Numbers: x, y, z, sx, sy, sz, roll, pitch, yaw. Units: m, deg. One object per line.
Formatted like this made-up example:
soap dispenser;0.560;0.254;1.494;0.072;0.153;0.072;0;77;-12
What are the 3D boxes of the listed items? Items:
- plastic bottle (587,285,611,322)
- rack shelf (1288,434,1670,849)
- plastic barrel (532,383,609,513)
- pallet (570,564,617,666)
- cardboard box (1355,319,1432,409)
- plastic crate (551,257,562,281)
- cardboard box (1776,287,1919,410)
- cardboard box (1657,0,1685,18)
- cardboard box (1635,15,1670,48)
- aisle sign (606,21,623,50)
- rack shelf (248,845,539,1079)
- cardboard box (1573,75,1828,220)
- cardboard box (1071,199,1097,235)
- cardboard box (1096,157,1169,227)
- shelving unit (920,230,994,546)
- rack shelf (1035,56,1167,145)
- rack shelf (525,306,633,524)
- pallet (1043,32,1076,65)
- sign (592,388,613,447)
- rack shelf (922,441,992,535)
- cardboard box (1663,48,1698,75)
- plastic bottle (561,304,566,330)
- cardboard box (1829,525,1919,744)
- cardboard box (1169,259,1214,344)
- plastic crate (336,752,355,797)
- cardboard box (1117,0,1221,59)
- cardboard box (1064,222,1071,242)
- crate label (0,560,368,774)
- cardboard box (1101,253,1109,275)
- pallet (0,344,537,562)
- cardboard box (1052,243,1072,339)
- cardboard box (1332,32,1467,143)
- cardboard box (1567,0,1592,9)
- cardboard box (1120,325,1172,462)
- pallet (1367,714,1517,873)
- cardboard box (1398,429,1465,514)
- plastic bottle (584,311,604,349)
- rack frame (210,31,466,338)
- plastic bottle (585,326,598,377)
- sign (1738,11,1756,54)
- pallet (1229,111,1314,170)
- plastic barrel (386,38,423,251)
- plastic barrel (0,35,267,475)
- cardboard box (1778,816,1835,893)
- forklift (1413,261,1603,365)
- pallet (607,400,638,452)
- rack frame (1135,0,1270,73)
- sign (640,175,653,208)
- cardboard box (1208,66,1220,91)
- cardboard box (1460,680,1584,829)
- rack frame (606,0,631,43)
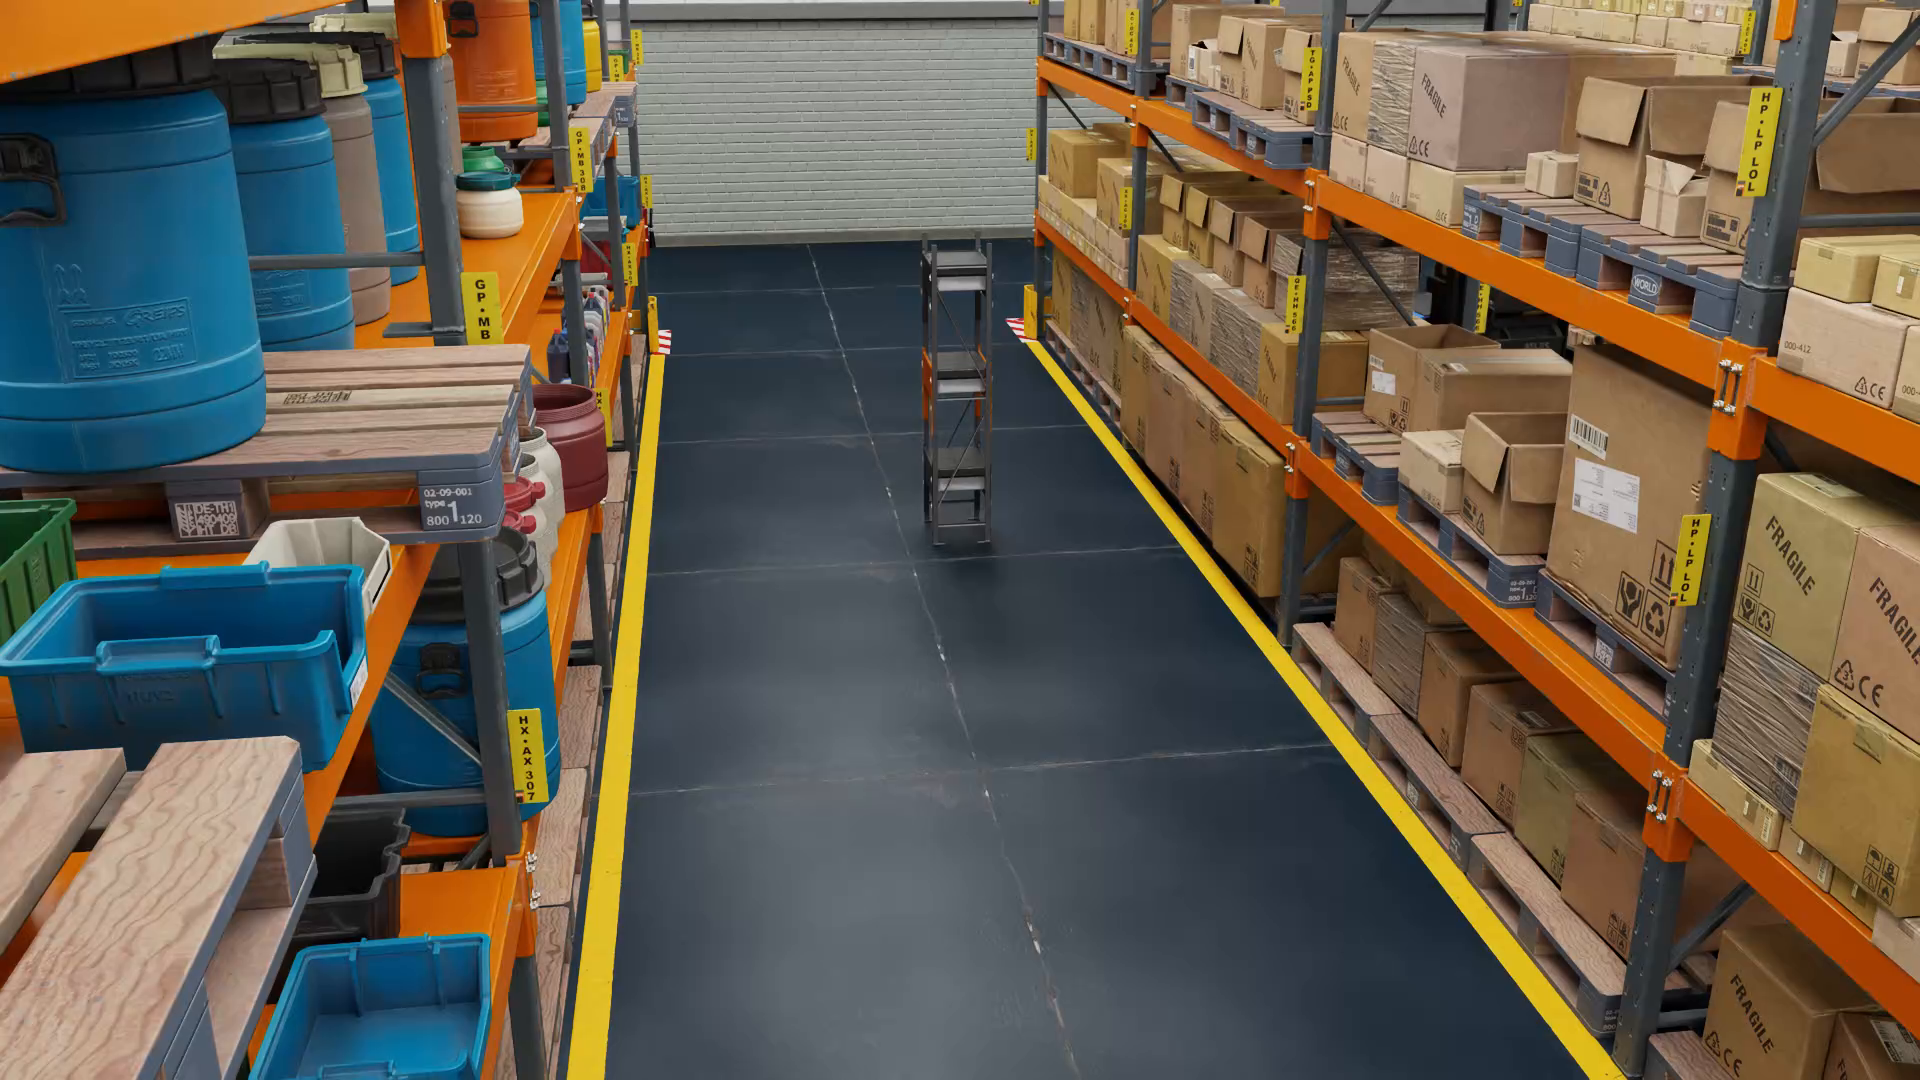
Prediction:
plastic bottle;-2.677;-1.759;12.315;0.152;0.276;0.135;-3;21;-8
rack shelf;2.712;0.228;7.848;1.077;0.370;4.000;-3;21;-8
plastic barrel;-2.110;-0.470;8.494;0.600;0.536;0.708;-3;21;-8
pallet;-2.632;0.483;10.120;1.003;0.211;1.213;-3;21;-8
cardboard box;2.623;-1.031;10.046;0.500;0.500;0.500;-2;21;-6
plastic crate;-3.481;-2.210;13.654;0.437;0.125;0.590;-3;21;-8
cardboard box;2.812;-0.583;4.918;0.500;0.250;0.500;-4;21;-10
cardboard box;6.296;-4.613;14.423;0.380;0.149;0.250;-4;21;-10
cardboard box;6.309;-4.479;14.634;0.500;0.250;0.500;-2;21;-6
aisle sign;-3.351;-4.579;15.975;0.394;0.787;0.004;-3;21;-8
rack shelf;-1.612;1.862;3.471;1.077;0.370;4.000;-3;21;-8
cardboard box;2.894;-1.561;6.574;0.797;0.503;0.637;-2;21;-6
cardboard box;1.304;-2.927;15.055;0.500;0.250;0.500;-3;21;-9
cardboard box;1.449;-2.927;13.982;0.500;0.500;0.500;-3;21;-7
shelving unit;-0.024;-1.041;11.502;0.431;2.100;0.503;-3;21;-8
rack shelf;1.559;-3.947;14.739;1.077;0.370;4.000;-3;21;-8
rack shelf;-2.765;-0.908;10.887;1.077;0.370;4.000;-3;21;-8
pallet;1.388;-4.679;15.796;1.003;0.211;1.213;-3;21;-8
sign;-1.934;-0.659;8.959;0.100;0.325;0.005;-3;21;-8
rack shelf;-0.024;-0.372;11.752;0.431;0.518;0.480;-3;21;-8
cardboard box;6.372;-4.067;14.244;0.500;0.250;0.500;-3;21;-8
plastic bottle;-2.713;-1.541;11.625;0.144;0.351;0.185;-3;21;-8
cardboard box;2.888;0.270;4.709;0.500;0.500;0.500;-3;21;-8
cardboard box;1.812;-1.714;11.876;0.500;0.500;0.500;-3;21;-9
plastic crate;-2.273;0.651;5.595;0.402;0.464;0.583;-3;21;-8
cardboard box;1.675;-4.150;13.368;0.700;0.500;0.500;-4;21;-11
cardboard box;1.183;-2.869;15.471;0.380;0.149;0.250;-3;21;-8
crate label;-1.267;0.218;2.772;0.502;0.251;0.408;-3;21;-8
cardboard box;1.405;-2.336;14.043;0.380;0.149;0.250;-3;21;-9
pallet;-1.700;-0.239;4.052;1.213;0.211;1.003;-3;21;-8
cardboard box;1.442;-2.556;16.708;0.875;0.875;0.875;-3;21;-8
cardboard box;2.237;-2.312;8.476;0.500;0.500;0.500;-3;21;-7
cardboard box;6.035;-5.148;15.856;0.380;0.149;0.250;-3;21;-7
cardboard box;1.960;-1.168;12.992;1.225;0.875;0.875;-3;21;-8
pallet;2.708;1.197;8.211;1.003;0.211;1.213;-3;21;-8
cardboard box;2.438;-0.336;7.944;0.500;0.250;0.500;-4;21;-9
plastic bottle;-2.552;-1.458;11.509;0.152;0.276;0.135;-3;21;-8
rack frame;-1.900;-1.978;4.149;1.000;3.000;0.127;-3;21;-8
plastic bottle;-2.439;-1.231;10.795;0.144;0.351;0.185;-3;21;-8
sign;6.234;-4.019;13.164;0.100;0.325;0.005;-3;21;-8
pallet;2.279;-2.339;9.674;1.213;0.211;1.003;-2;21;-5
plastic barrel;-2.479;-1.637;6.910;0.600;0.830;0.708;-3;21;-8
plastic barrel;-1.863;-0.654;3.576;0.600;0.901;0.708;-3;21;-8
cardboard box;2.821;0.963;5.210;0.380;0.149;0.250;-3;21;-8
forklift;4.402;-1.988;12.850;1.130;2.935;3.031;-5;21;-14
pallet;-3.198;-0.883;13.779;1.003;0.211;1.213;-3;21;-8
rack frame;1.848;-4.997;12.234;1.000;3.000;0.127;-3;21;-8
sign;-3.088;-3.432;16.384;0.100;0.325;0.005;-3;21;-8
cardboard box;1.914;-3.148;11.329;0.380;0.149;0.250;-4;21;-10
cardboard box;2.802;0.975;7.764;0.700;0.500;0.500;-5;21;-12
rack frame;-3.630;-6.132;15.274;1.000;3.000;0.127;-3;21;-8
